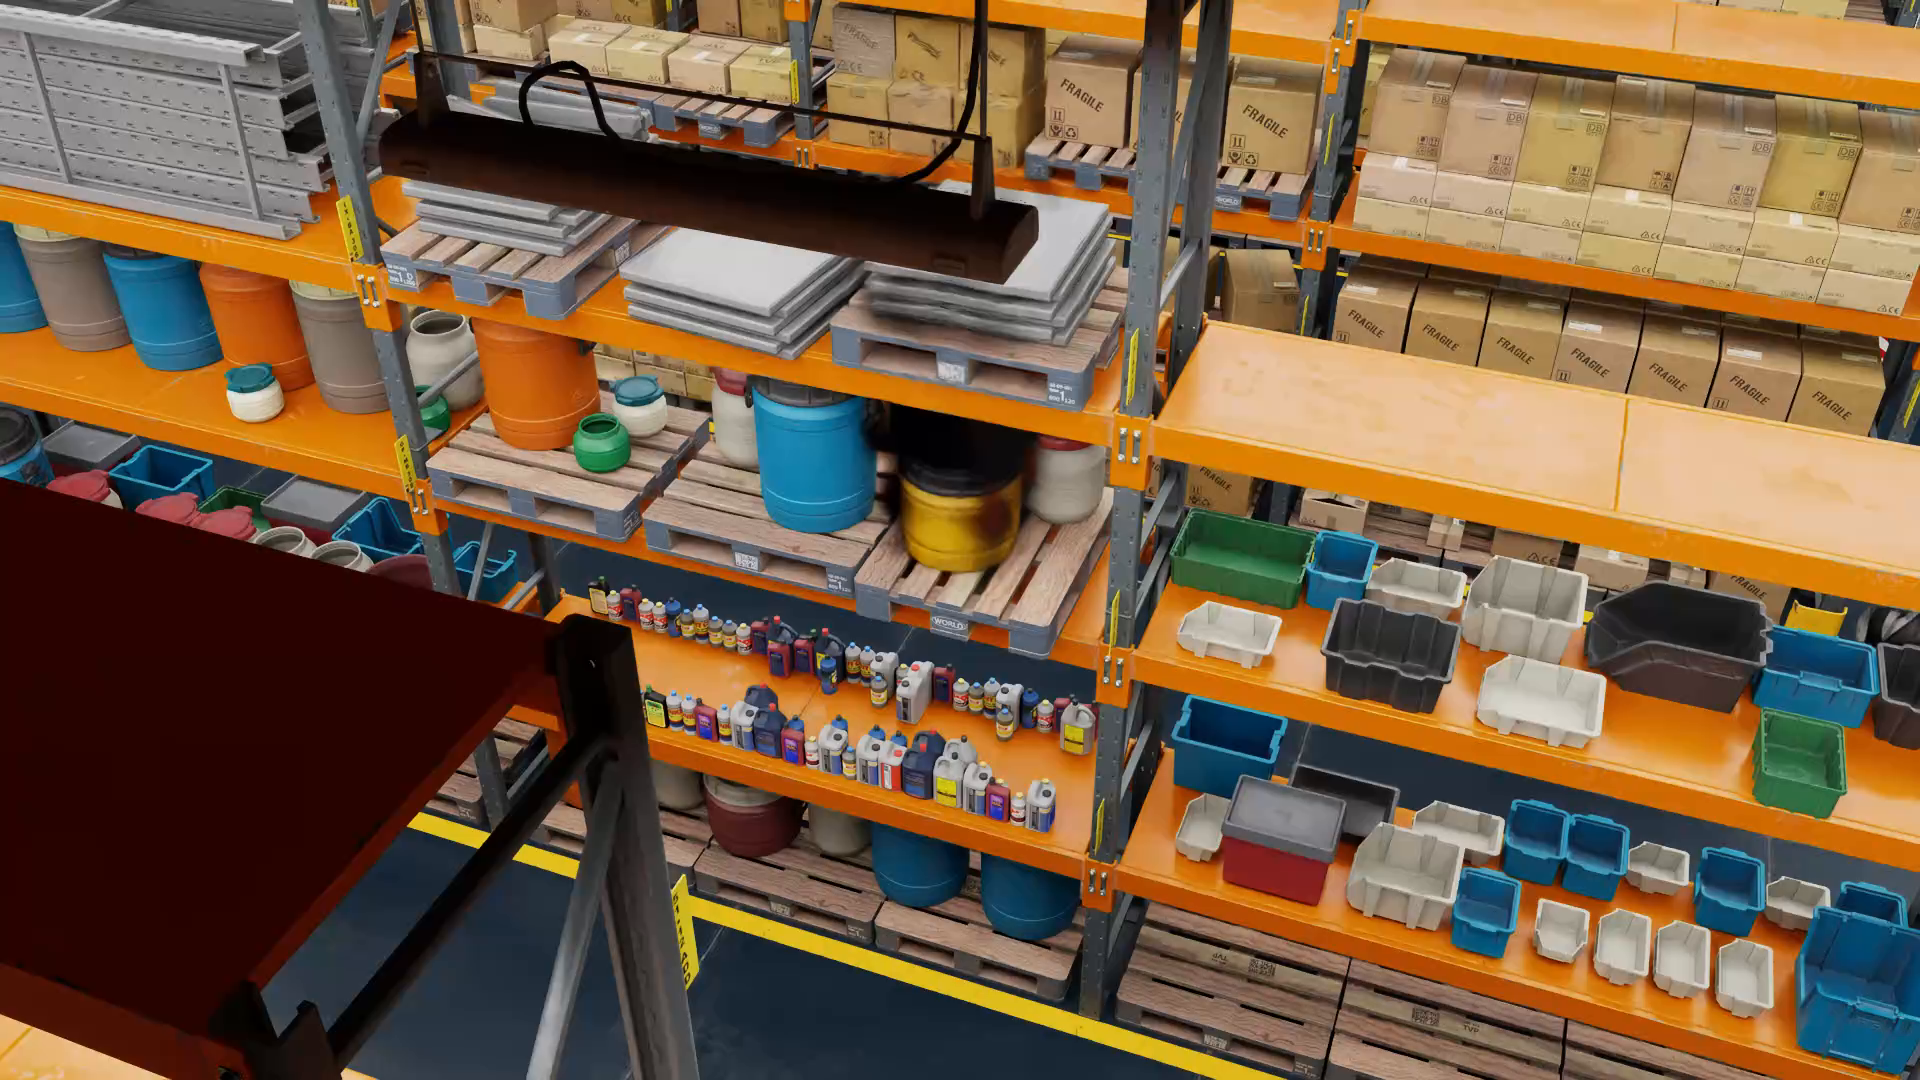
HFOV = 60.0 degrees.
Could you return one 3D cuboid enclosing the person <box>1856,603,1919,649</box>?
[{"bbox_3d":[5.998,0.924,10.767,0.717,1.734,0.682,-10,38,-13],"label":"person"}]
